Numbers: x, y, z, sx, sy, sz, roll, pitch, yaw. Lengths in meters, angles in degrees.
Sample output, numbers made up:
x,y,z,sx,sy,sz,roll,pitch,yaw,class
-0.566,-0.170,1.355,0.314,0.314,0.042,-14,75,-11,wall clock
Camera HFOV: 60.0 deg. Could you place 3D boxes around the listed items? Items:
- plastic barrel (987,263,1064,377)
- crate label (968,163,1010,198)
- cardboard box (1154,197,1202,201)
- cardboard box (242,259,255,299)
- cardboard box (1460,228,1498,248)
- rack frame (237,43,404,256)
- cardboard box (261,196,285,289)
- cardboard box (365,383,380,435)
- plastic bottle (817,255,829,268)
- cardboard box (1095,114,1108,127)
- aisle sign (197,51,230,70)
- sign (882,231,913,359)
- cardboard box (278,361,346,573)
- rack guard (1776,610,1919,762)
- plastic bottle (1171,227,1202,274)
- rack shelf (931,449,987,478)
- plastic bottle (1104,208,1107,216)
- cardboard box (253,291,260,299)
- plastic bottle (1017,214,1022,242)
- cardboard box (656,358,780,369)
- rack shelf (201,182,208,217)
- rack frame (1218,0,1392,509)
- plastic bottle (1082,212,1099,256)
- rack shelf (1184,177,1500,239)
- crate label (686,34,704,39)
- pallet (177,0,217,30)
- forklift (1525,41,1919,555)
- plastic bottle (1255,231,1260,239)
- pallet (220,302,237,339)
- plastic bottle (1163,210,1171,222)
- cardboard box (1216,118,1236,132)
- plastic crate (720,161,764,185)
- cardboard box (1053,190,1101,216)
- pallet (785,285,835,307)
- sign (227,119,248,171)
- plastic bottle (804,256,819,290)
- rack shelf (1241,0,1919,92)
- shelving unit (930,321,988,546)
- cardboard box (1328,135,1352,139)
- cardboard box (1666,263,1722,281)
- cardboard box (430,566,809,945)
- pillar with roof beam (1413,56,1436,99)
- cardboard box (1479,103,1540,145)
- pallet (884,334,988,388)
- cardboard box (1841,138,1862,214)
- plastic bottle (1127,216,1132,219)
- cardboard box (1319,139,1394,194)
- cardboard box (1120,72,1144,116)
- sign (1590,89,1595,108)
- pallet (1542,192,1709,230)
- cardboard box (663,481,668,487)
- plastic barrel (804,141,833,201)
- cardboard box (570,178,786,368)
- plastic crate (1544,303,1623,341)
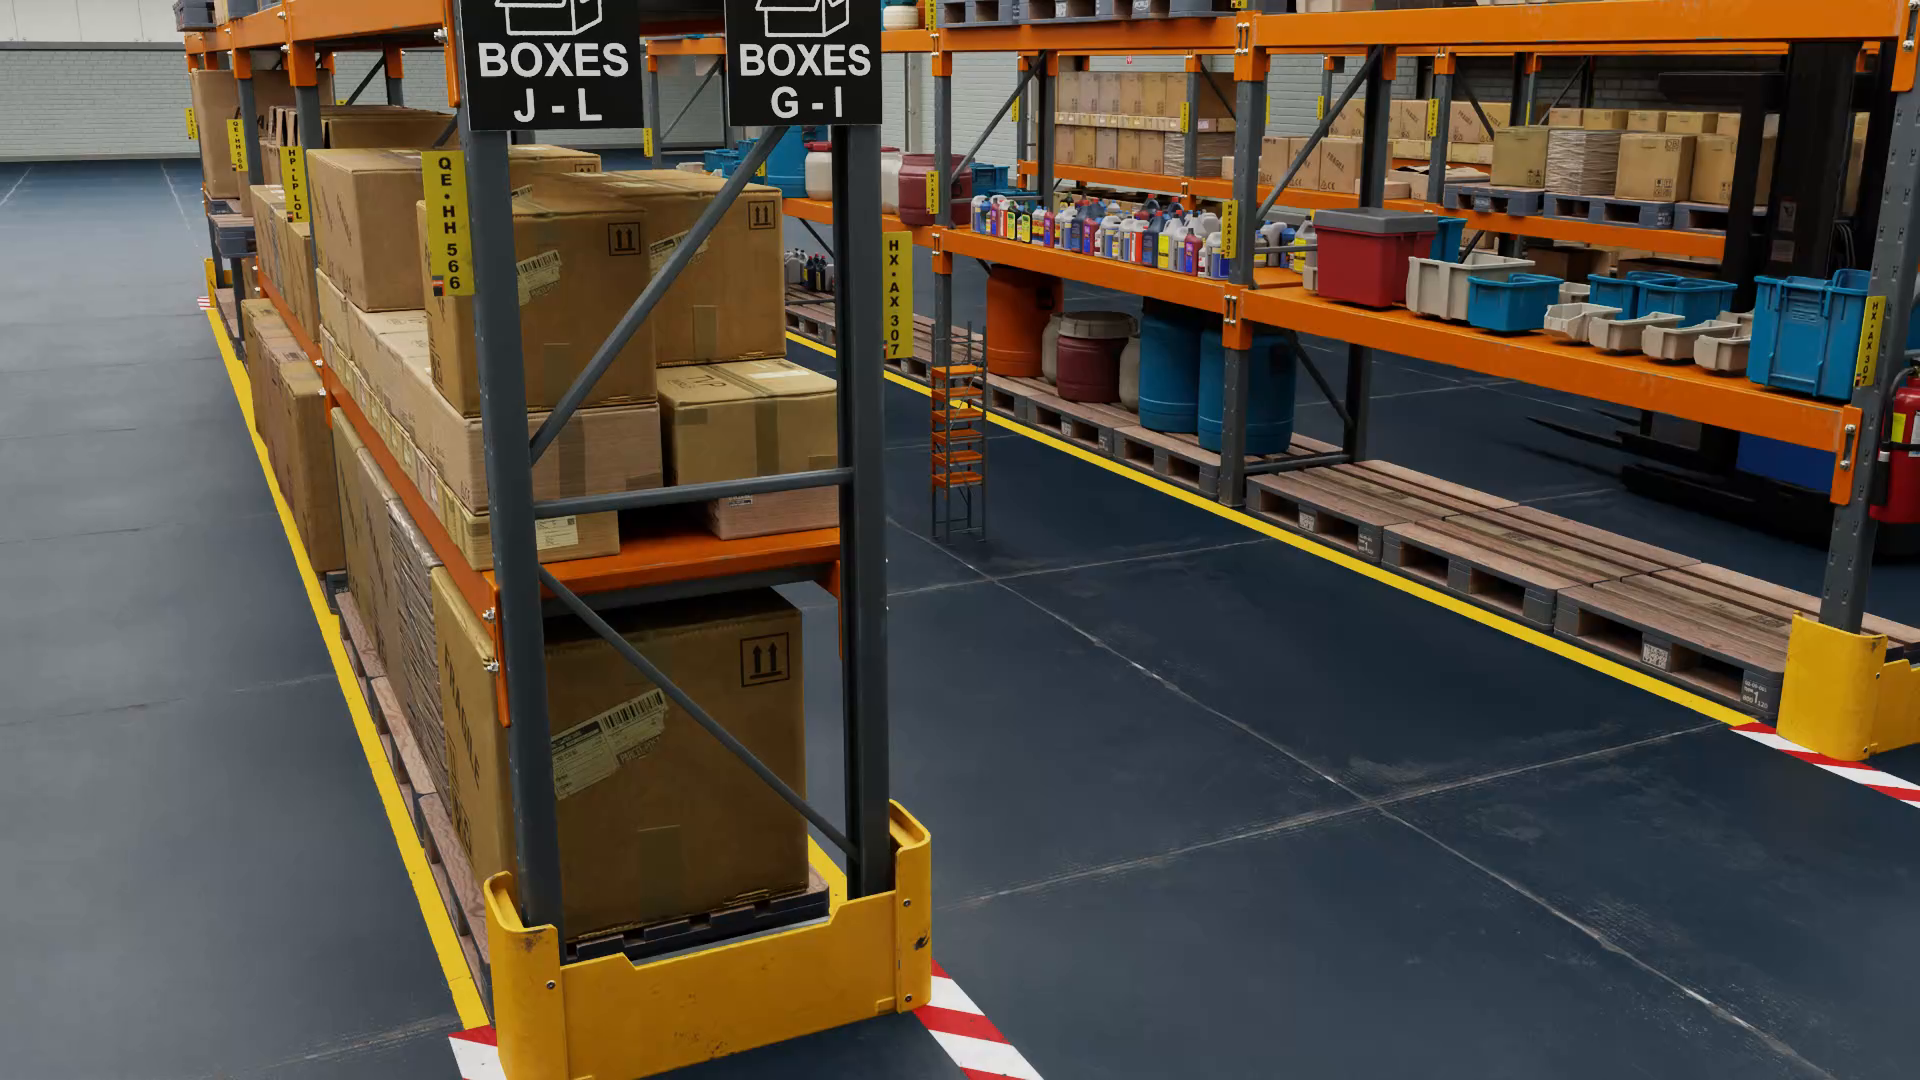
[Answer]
x,y,z,sx,sy,sz,roll,pitch,yaw,class
0.507,-1.734,13.028,0.600,0.830,0.708,-8,18,-25,plastic barrel
0.085,-2.991,14.170,0.502,0.435,0.616,-8,18,-25,crate label
2.619,-3.925,20.356,0.500,0.500,0.500,-8,18,-25,cardboard box
-6.667,-2.478,16.217,0.500,0.500,0.500,-9,19,-30,cardboard box
6.940,-4.146,21.994,0.500,0.500,0.500,-9,18,-29,cardboard box
-4.175,-2.096,11.117,1.000,3.000,0.127,-8,18,-25,rack frame
-3.751,-1.736,9.682,0.500,0.500,0.500,-8,18,-26,cardboard box
-1.908,-0.484,5.953,0.380,0.149,0.250,-8,18,-26,cardboard box
-1.456,-2.875,17.835,0.144,0.351,0.185,-7,17,-23,plastic bottle
1.878,-5.131,20.336,0.380,0.149,0.250,-7,18,-24,cardboard box
-7.977,-5.308,17.598,0.394,0.787,0.004,-8,18,-25,aisle sign
-0.169,-0.632,4.302,0.100,0.325,0.005,-8,18,-25,sign
-2.721,-0.441,8.440,1.225,0.875,0.875,-8,18,-25,cardboard box
3.804,0.495,6.619,1.175,0.500,0.348,-8,18,-25,rack guard
1.406,-1.792,10.283,0.152,0.276,0.135,-8,18,-25,plastic bottle
-0.006,-0.422,9.143,0.258,0.103,0.180,-8,18,-25,rack shelf
1.101,-2.390,12.501,0.097,0.201,0.097,0,16,0,plastic bottle
-5.486,-1.822,13.897,0.700,0.500,0.500,-8,18,-25,cardboard box
0.464,-2.273,12.093,0.097,0.201,0.097,0,16,0,plastic bottle
-0.871,-0.463,5.159,0.500,0.250,0.500,-8,18,-26,cardboard box
-6.804,-3.238,16.400,1.077,0.370,4.000,-8,18,-25,rack shelf
2.030,-1.703,9.746,1.000,3.000,0.127,-8,18,-25,rack frame
0.883,-2.064,11.215,0.061,0.283,0.133,-8,18,-25,plastic bottle
3.856,-3.442,17.112,1.077,0.370,4.000,-8,18,-25,rack shelf
-2.704,-5.544,17.965,0.502,0.251,0.408,-8,18,-25,crate label
-5.296,-4.017,12.712,1.213,0.211,1.003,-8,18,-25,pallet
4.758,-1.693,9.836,1.130,2.935,3.031,-7,17,-22,forklift
1.940,-1.915,10.846,0.097,0.201,0.097,0,16,0,plastic bottle
-6.792,-2.213,16.579,1.003,0.211,1.213,-8,18,-25,pallet
1.421,-2.152,11.544,0.097,0.271,0.097,0,16,0,plastic bottle
3.036,-4.734,18.952,0.380,0.149,0.250,-8,18,-25,cardboard box
-2.204,-3.857,17.521,0.499,0.251,0.616,-8,18,-25,plastic crate
1.483,-4.233,21.427,0.500,0.500,0.500,-8,18,-25,cardboard box
-1.732,-2.518,17.641,1.003,0.211,1.213,-8,18,-25,pallet
-4.659,-2.547,10.731,0.100,0.325,0.005,-8,18,-25,sign
-1.585,-2.857,17.775,0.144,0.351,0.185,-8,18,-25,plastic bottle
2.906,-2.303,7.703,1.077,0.370,4.000,-8,18,-25,rack shelf
-0.006,-0.580,9.098,0.258,1.200,0.189,-8,18,-25,shelving unit
5.607,-5.654,23.749,0.500,0.250,0.500,-8,18,-27,cardboard box
6.053,-2.068,13.394,0.500,0.250,0.500,-8,18,-25,cardboard box
-1.023,0.558,4.959,0.875,0.875,0.875,-8,18,-25,cardboard box
2.893,-8.170,21.406,9.100,9.000,0.400,-8,18,-25,pillar with roof beam
6.946,-5.261,21.023,0.500,0.500,0.500,-8,18,-25,cardboard box
-0.027,-1.551,14.273,1.003,0.211,1.213,-8,18,-25,pallet
6.478,-2.695,12.260,0.500,0.500,0.700,15,22,42,cardboard box
1.129,-2.026,11.105,0.097,0.271,0.097,0,16,0,plastic bottle
3.982,-3.754,16.714,0.500,0.500,0.500,-9,18,-28,cardboard box
2.338,-5.314,19.798,0.700,0.500,0.500,-8,18,-25,cardboard box
7.928,-5.508,20.907,0.100,0.325,0.005,-8,18,-25,sign
5.588,-2.718,13.633,1.003,0.211,1.213,-8,18,-25,pallet
-0.755,-0.246,5.127,0.380,0.149,0.250,-8,18,-26,cardboard box
-1.253,-3.488,15.721,0.433,0.535,0.433,0,16,0,plastic barrel
-0.857,-0.819,5.041,0.500,0.500,0.500,-8,18,-26,cardboard box
2.858,-1.004,7.681,0.298,0.136,0.250,-8,18,-25,plastic crate
